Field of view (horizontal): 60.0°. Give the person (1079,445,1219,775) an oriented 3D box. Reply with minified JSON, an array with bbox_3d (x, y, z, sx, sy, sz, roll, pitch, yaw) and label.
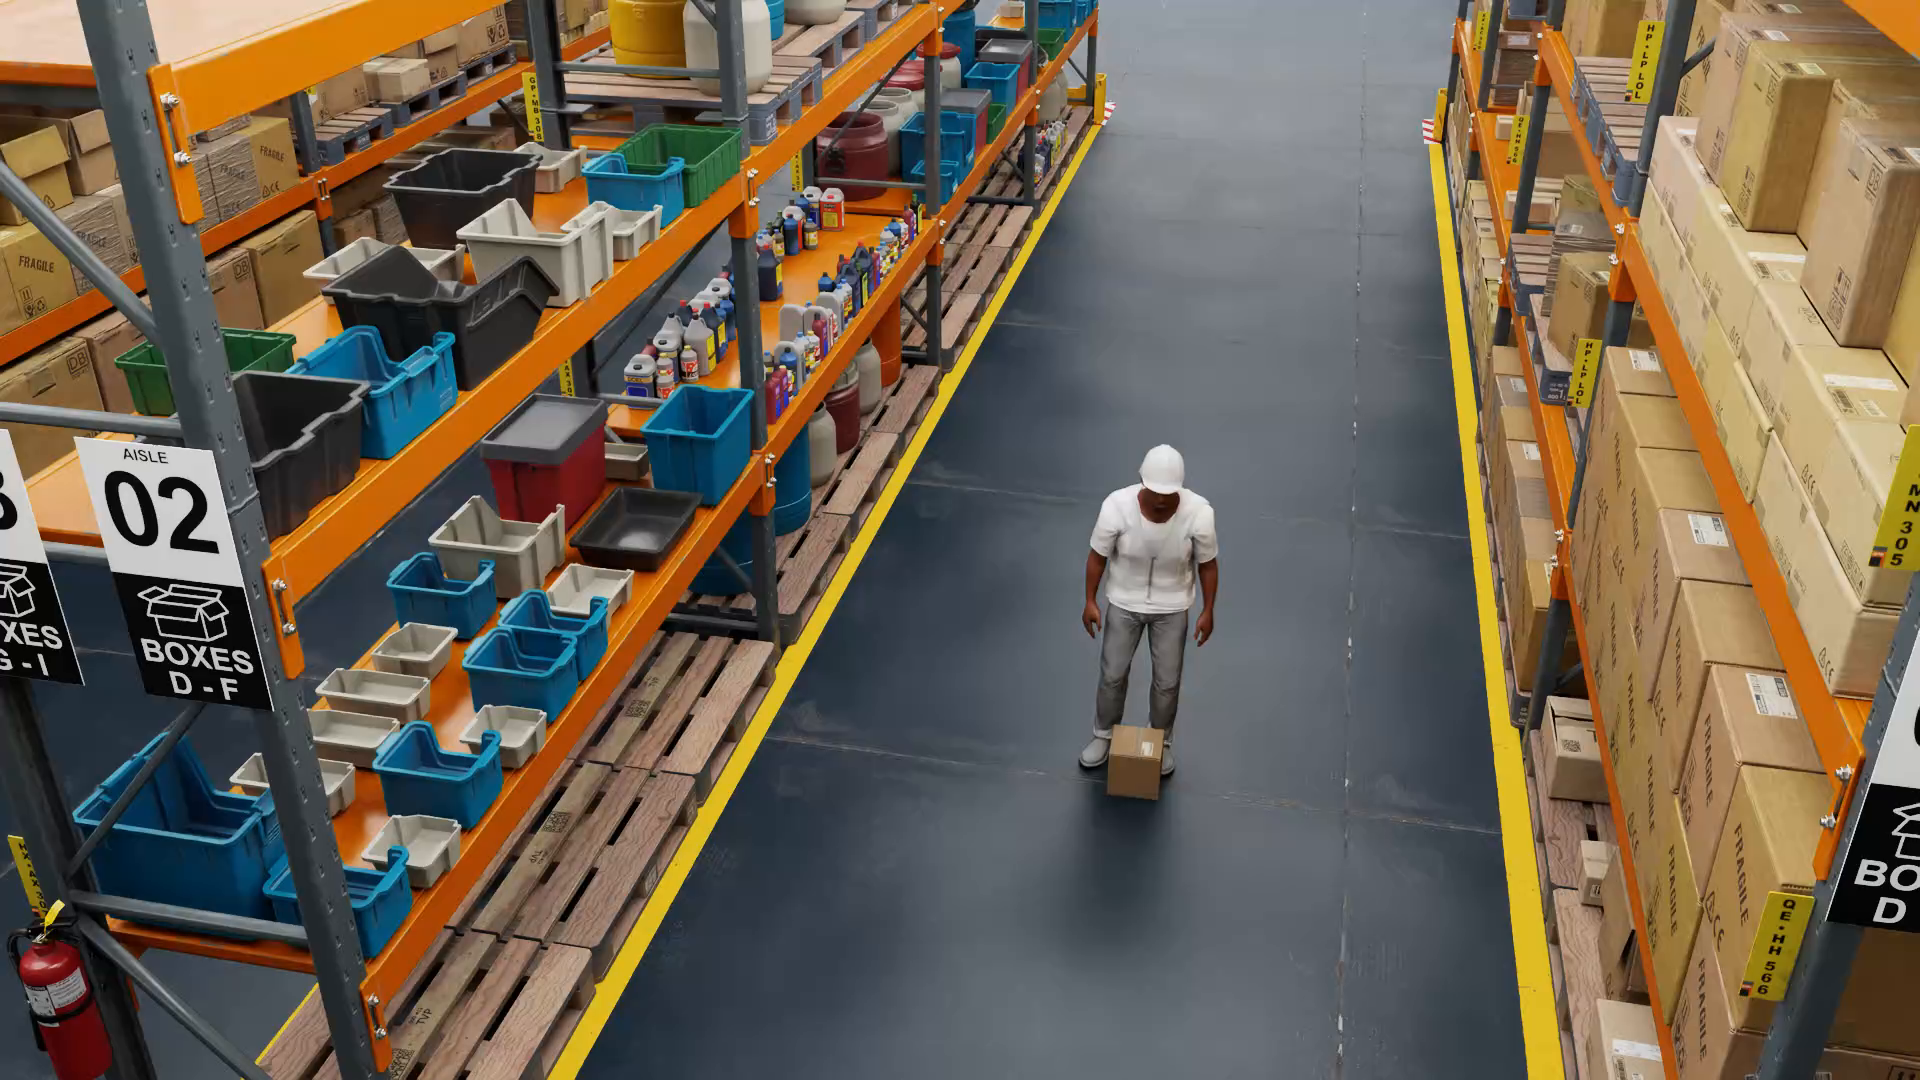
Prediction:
[{"bbox_3d":[0.911,0.326,8.006,0.634,1.760,0.458,4,29,8],"label":"person"}]
